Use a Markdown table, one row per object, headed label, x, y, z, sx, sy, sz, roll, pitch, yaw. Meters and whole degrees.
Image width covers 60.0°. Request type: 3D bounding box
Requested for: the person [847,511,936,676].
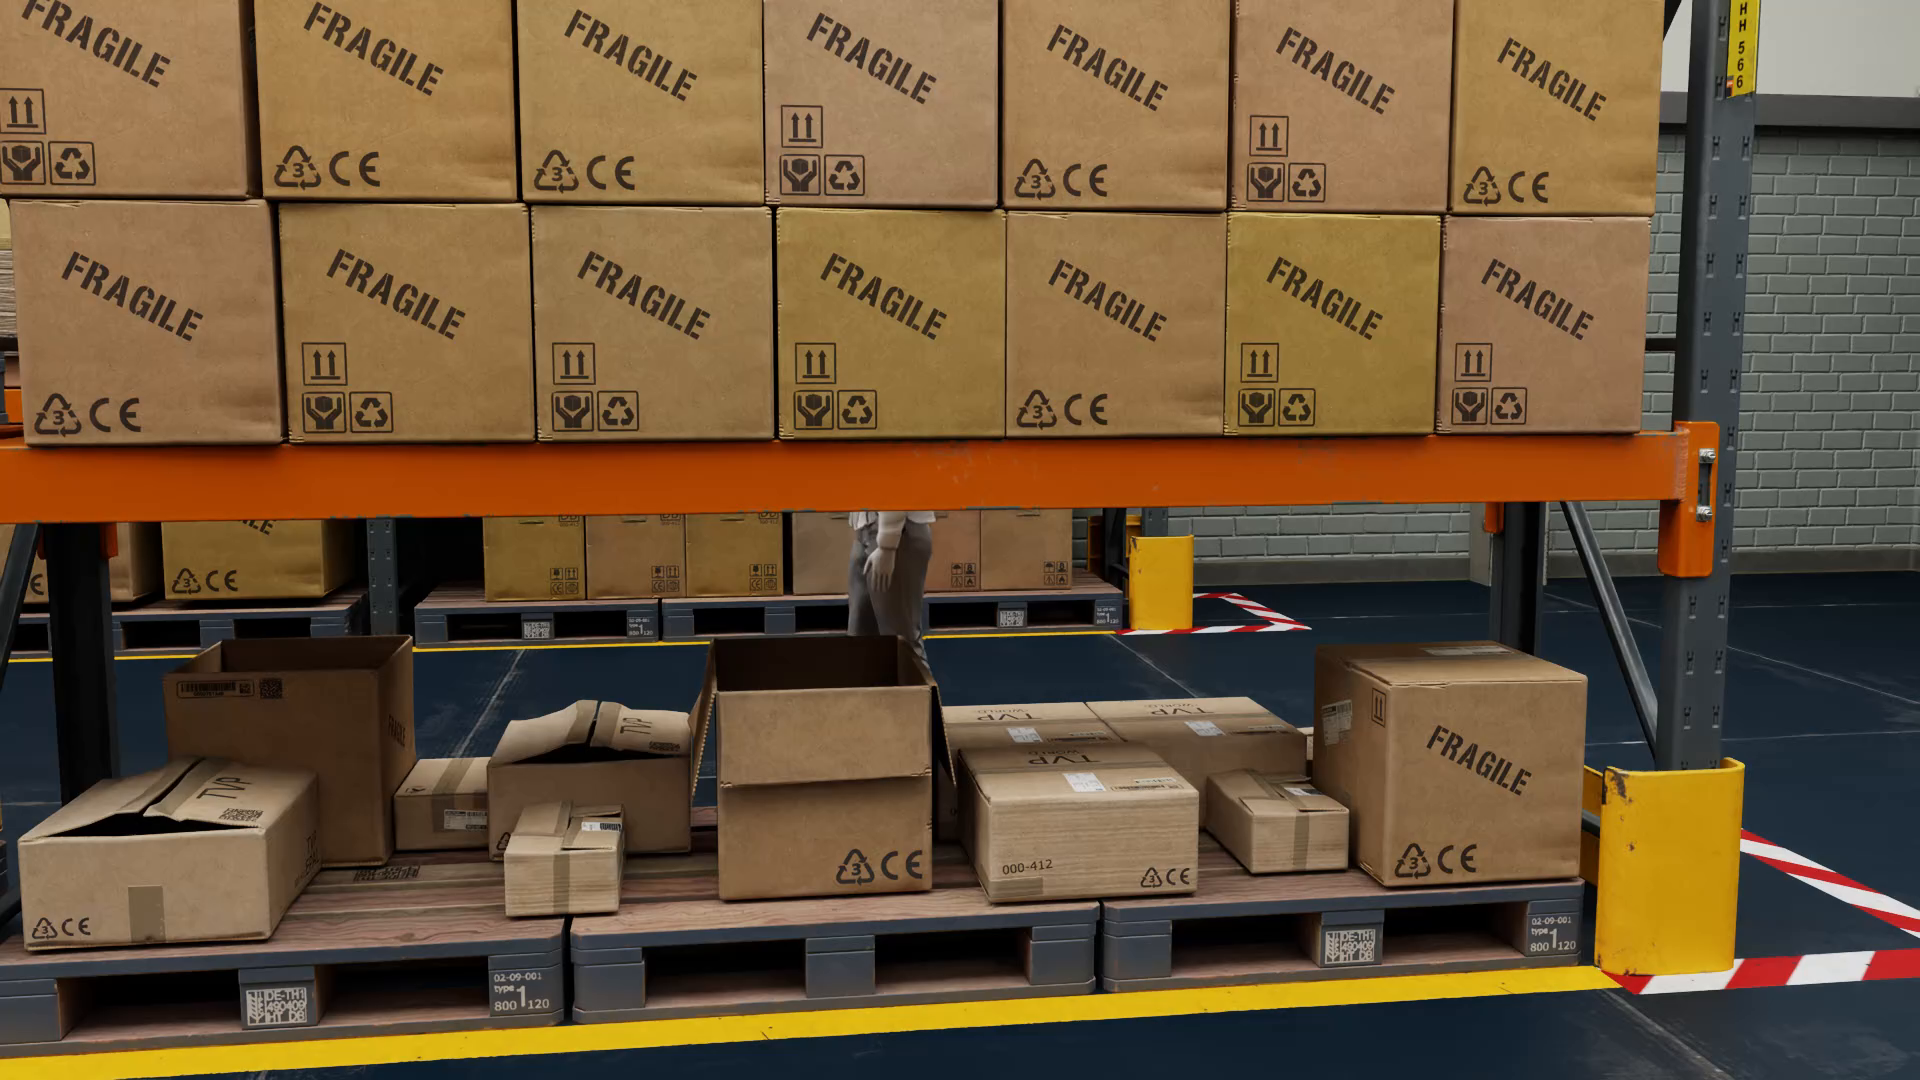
| label | x | y | z | sx | sy | sz | roll | pitch | yaw |
| --- | --- | --- | --- | --- | --- | --- | --- | --- | --- |
| person | -0.299 | 0.005 | 5.717 | 0.429 | 1.679 | 0.482 | -1 | 7 | -10 |
